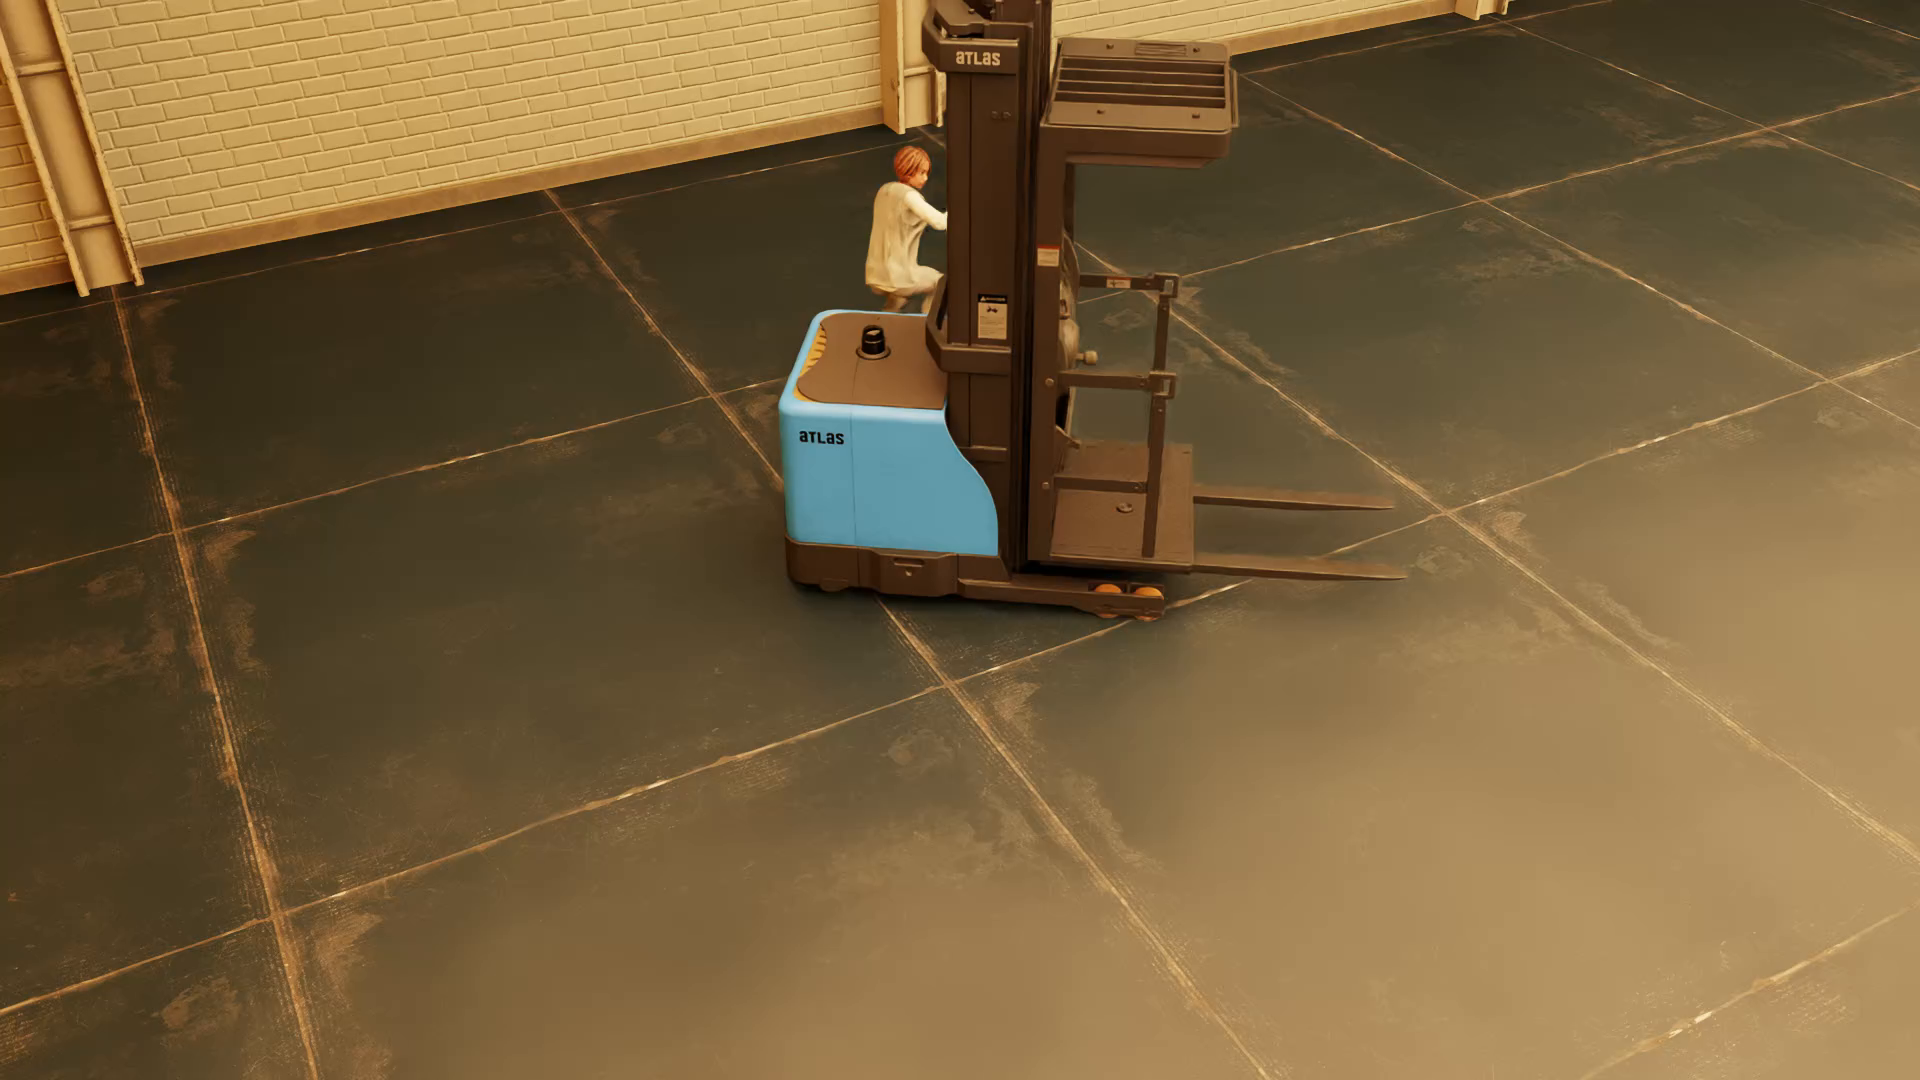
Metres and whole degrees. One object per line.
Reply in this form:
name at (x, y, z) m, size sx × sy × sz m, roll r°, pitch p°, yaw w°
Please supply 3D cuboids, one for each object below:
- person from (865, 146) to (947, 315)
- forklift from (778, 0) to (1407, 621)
person at (-0.201, -1.703, 9.927) m, size 0.680 × 1.324 × 0.881 m, roll 26°, pitch 43°, yaw 31°
forklift at (0.692, -1.128, 7.719) m, size 3.031 × 2.935 × 1.130 m, roll 4°, pitch 35°, yaw 6°
